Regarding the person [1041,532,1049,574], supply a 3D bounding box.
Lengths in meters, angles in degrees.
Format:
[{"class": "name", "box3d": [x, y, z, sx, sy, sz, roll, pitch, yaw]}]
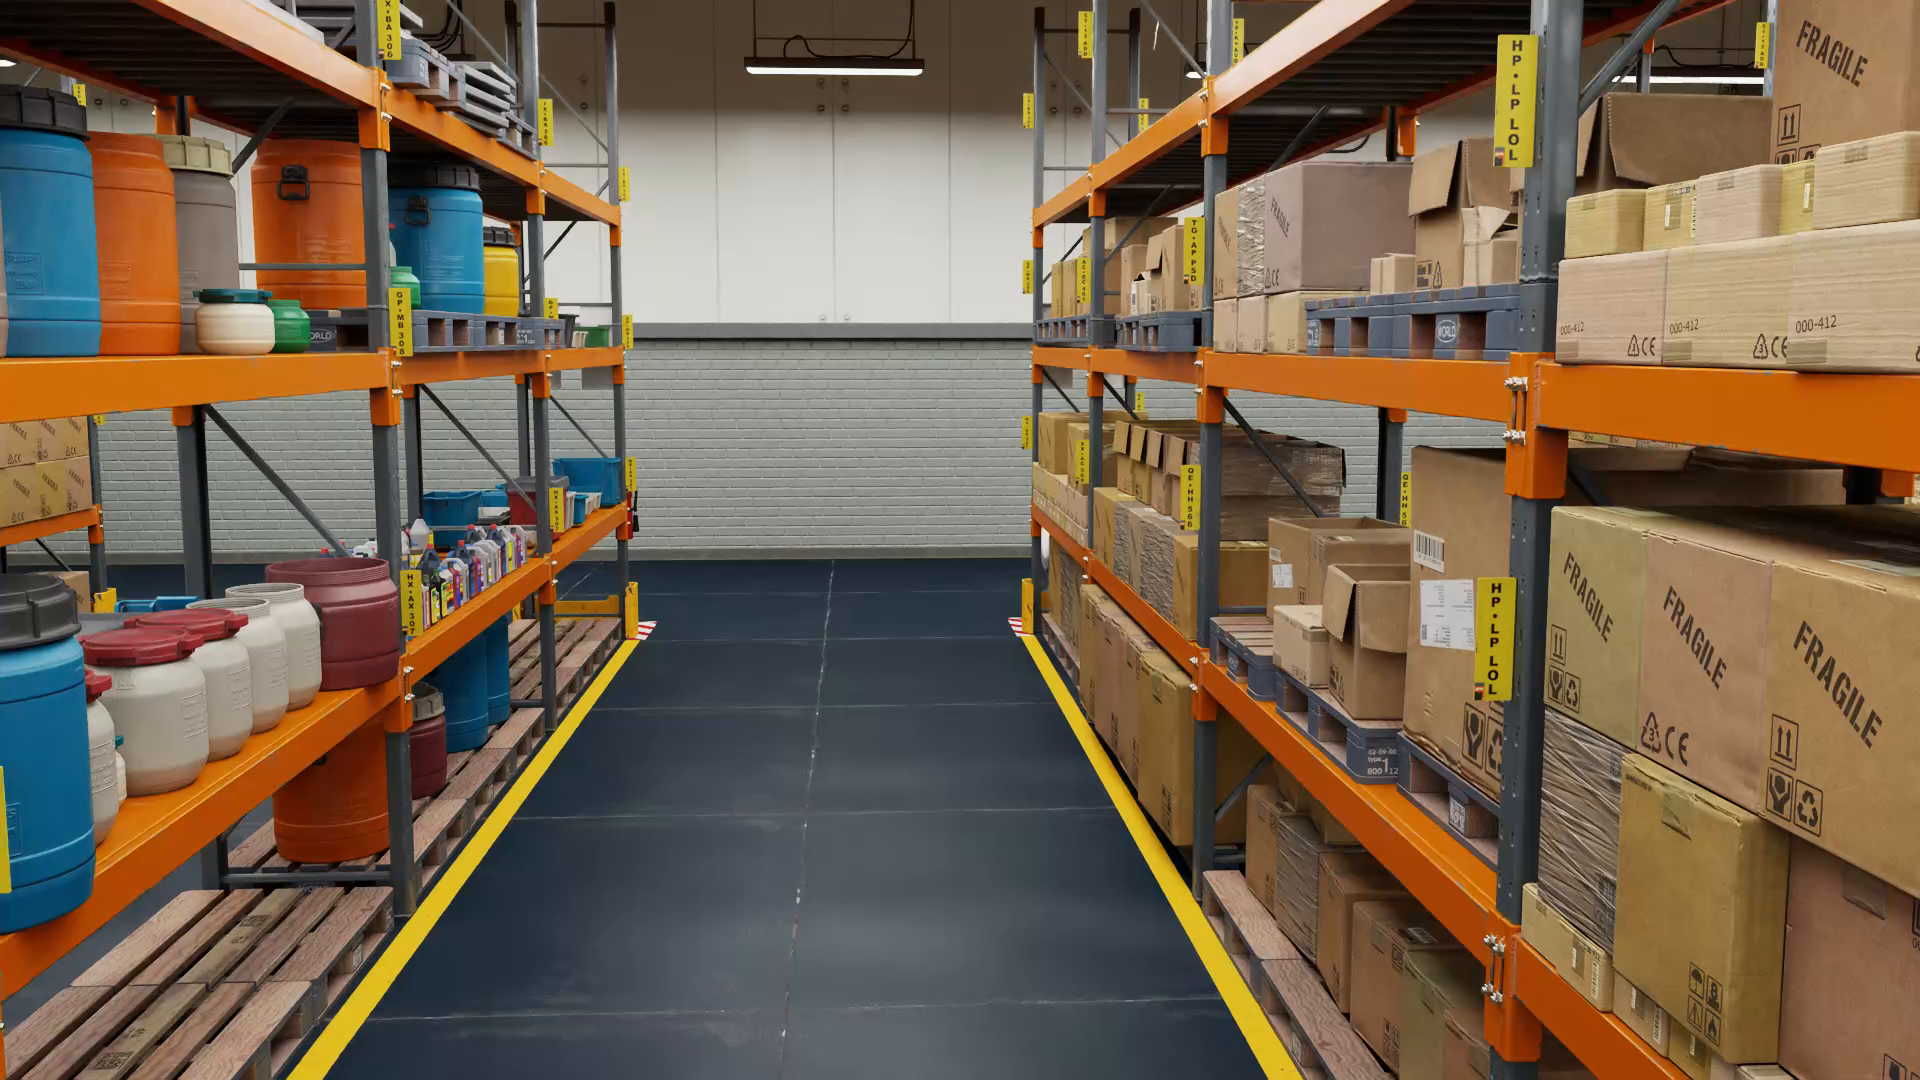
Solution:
[{"class": "person", "box3d": [1.195, 0.203, 17.554, 0.868, 1.154, 0.564, 0, 7, -4]}]
